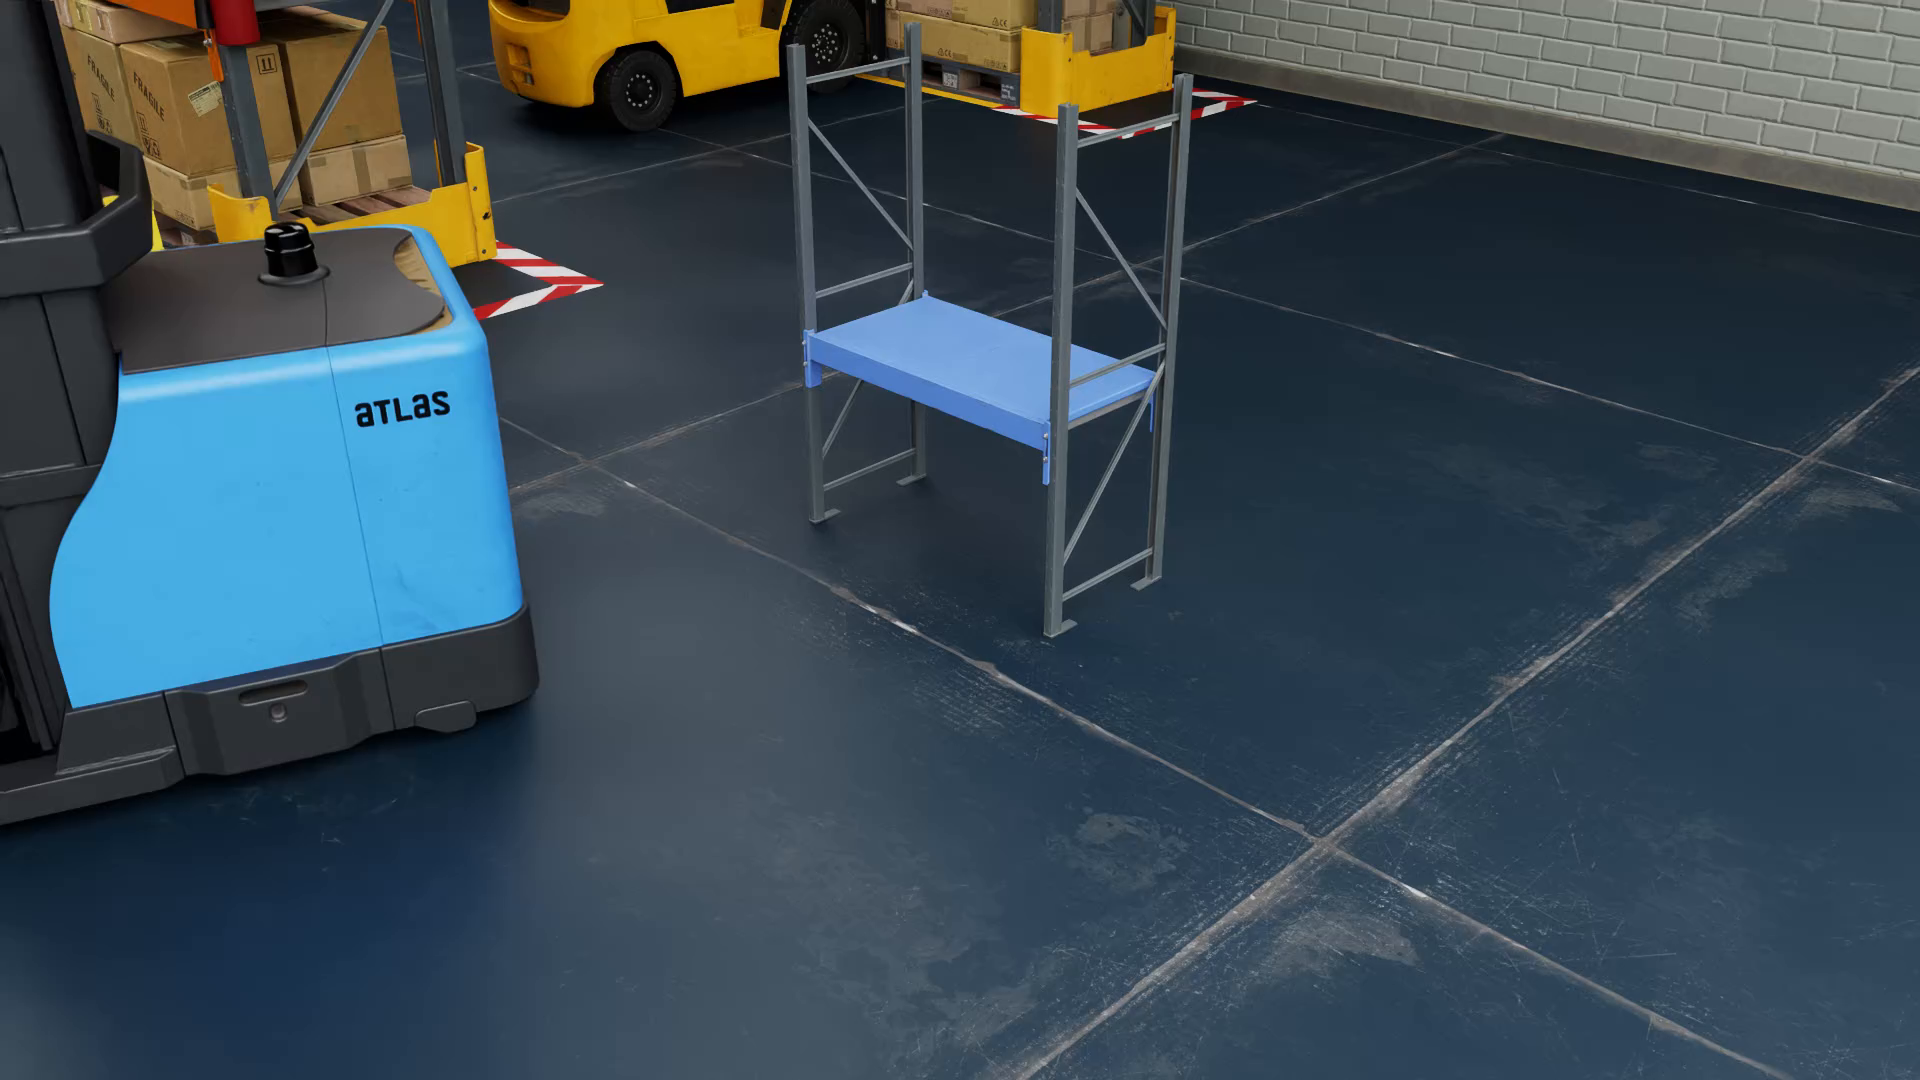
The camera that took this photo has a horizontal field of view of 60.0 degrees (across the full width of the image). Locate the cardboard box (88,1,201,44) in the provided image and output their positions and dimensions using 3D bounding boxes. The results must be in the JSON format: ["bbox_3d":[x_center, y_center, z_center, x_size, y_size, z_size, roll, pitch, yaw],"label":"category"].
[{"bbox_3d":[-3.680,-2.356,7.509,0.380,0.149,0.250,-24,36,-38],"label":"cardboard box"}]

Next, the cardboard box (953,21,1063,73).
[{"bbox_3d":[0.304,-3.162,10.543,0.500,0.250,0.500,25,37,39],"label":"cardboard box"}]

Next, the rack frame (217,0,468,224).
[{"bbox_3d":[-2.617,-2.496,6.774,0.127,3.000,1.000,25,36,38],"label":"rack frame"}]

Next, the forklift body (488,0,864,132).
[{"bbox_3d":[-1.771,-3.782,10.132,1.214,2.155,2.313,25,36,38],"label":"forklift body"}]

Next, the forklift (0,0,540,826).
[{"bbox_3d":[-2.670,-0.764,3.554,3.031,2.935,1.130,-12,30,-21],"label":"forklift"}]

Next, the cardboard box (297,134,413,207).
[{"bbox_3d":[-2.999,-1.820,7.991,0.500,0.250,0.500,24,36,38],"label":"cardboard box"}]

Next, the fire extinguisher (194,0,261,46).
[{"bbox_3d":[-2.859,-2.272,6.430,0.183,0.674,0.296,25,36,38],"label":"fire extinguisher"}]

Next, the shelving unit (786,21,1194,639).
[{"bbox_3d":[0.061,-0.636,4.848,1.048,1.500,0.538,25,36,38],"label":"shelving unit"}]

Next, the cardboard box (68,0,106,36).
[{"bbox_3d":[-3.857,-2.439,7.667,0.380,0.149,0.250,-25,36,-38],"label":"cardboard box"}]

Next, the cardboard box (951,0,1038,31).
[{"bbox_3d":[0.294,-3.390,10.440,0.500,0.250,0.500,24,36,38],"label":"cardboard box"}]

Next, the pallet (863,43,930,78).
[{"bbox_3d":[-0.580,-3.544,11.763,1.213,0.211,1.003,25,36,38],"label":"pallet"}]

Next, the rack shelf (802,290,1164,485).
[{"bbox_3d":[0.061,-0.477,4.932,1.000,0.185,0.538,25,36,38],"label":"rack shelf"}]

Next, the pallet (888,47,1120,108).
[{"bbox_3d":[0.285,-3.146,11.006,1.213,0.211,1.003,25,36,38],"label":"pallet"}]

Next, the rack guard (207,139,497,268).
[{"bbox_3d":[-2.671,-1.414,7.403,0.348,0.500,1.175,25,36,38],"label":"rack guard"}]

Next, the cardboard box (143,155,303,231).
[{"bbox_3d":[-3.399,-1.647,7.663,0.500,0.250,0.500,24,36,38],"label":"cardboard box"}]

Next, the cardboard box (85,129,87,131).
[{"bbox_3d":[-4.123,-1.980,8.296,0.500,0.250,0.500,23,35,37],"label":"cardboard box"}]

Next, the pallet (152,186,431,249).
[{"bbox_3d":[-3.226,-1.563,7.997,1.213,0.211,1.003,25,36,38],"label":"pallet"}]

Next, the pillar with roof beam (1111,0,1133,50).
[{"bbox_3d":[-2.023,-5.897,6.797,0.400,9.000,9.100,25,36,38],"label":"pillar with roof beam"}]

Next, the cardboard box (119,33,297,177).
[{"bbox_3d":[-3.371,-1.972,7.474,0.500,0.500,0.500,25,37,39],"label":"cardboard box"}]

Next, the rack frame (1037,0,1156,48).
[{"bbox_3d":[0.860,-4.145,9.909,0.127,3.000,1.000,25,36,38],"label":"rack frame"}]

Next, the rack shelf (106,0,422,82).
[{"bbox_3d":[-4.043,-2.830,8.182,4.000,0.370,1.077,25,36,38],"label":"rack shelf"}]

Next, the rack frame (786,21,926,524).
[{"bbox_3d":[-0.302,-0.802,5.163,0.032,1.500,0.500,25,36,38],"label":"rack frame"}]

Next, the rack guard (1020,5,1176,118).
[{"bbox_3d":[0.877,-3.030,10.476,0.348,0.500,1.175,25,36,38],"label":"rack guard"}]

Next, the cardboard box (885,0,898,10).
[{"bbox_3d":[-0.439,-3.718,11.065,0.500,0.250,0.500,24,36,37],"label":"cardboard box"}]

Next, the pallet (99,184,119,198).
[{"bbox_3d":[-4.092,-1.961,8.754,1.213,0.211,1.003,25,36,38],"label":"pallet"}]

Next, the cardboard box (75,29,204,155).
[{"bbox_3d":[-3.746,-2.141,7.796,0.500,0.500,0.500,-24,36,-37],"label":"cardboard box"}]

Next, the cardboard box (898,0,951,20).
[{"bbox_3d":[-0.056,-3.557,10.758,0.500,0.250,0.500,24,36,38],"label":"cardboard box"}]

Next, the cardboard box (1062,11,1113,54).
[{"bbox_3d":[0.647,-3.339,10.879,0.500,0.250,0.500,25,37,39],"label":"cardboard box"}]

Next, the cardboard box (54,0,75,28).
[{"bbox_3d":[-4.044,-2.526,7.831,0.380,0.149,0.250,-23,36,-37],"label":"cardboard box"}]

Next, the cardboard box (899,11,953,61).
[{"bbox_3d":[-0.044,-3.327,10.858,0.500,0.250,0.500,25,36,38],"label":"cardboard box"}]

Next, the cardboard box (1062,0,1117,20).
[{"bbox_3d":[0.671,-3.557,10.758,0.500,0.250,0.500,-25,36,-38],"label":"cardboard box"}]

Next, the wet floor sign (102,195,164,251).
[{"bbox_3d":[-3.232,-1.037,6.529,0.267,0.644,0.232,-13,30,-22],"label":"wet floor sign"}]

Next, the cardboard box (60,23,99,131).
[{"bbox_3d":[-4.101,-2.308,8.114,0.500,0.500,0.500,24,36,37],"label":"cardboard box"}]

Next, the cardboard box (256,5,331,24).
[{"bbox_3d":[-3.392,-2.329,8.153,0.500,0.500,0.500,23,35,37],"label":"cardboard box"}]

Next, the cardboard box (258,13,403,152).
[{"bbox_3d":[-3.016,-2.159,7.831,0.500,0.500,0.500,23,36,37],"label":"cardboard box"}]

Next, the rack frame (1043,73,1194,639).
[{"bbox_3d":[0.423,-0.470,4.533,0.032,1.500,0.500,25,36,38],"label":"rack frame"}]

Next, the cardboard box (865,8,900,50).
[{"bbox_3d":[-0.395,-3.494,11.174,0.500,0.250,0.500,-25,37,-39],"label":"cardboard box"}]
